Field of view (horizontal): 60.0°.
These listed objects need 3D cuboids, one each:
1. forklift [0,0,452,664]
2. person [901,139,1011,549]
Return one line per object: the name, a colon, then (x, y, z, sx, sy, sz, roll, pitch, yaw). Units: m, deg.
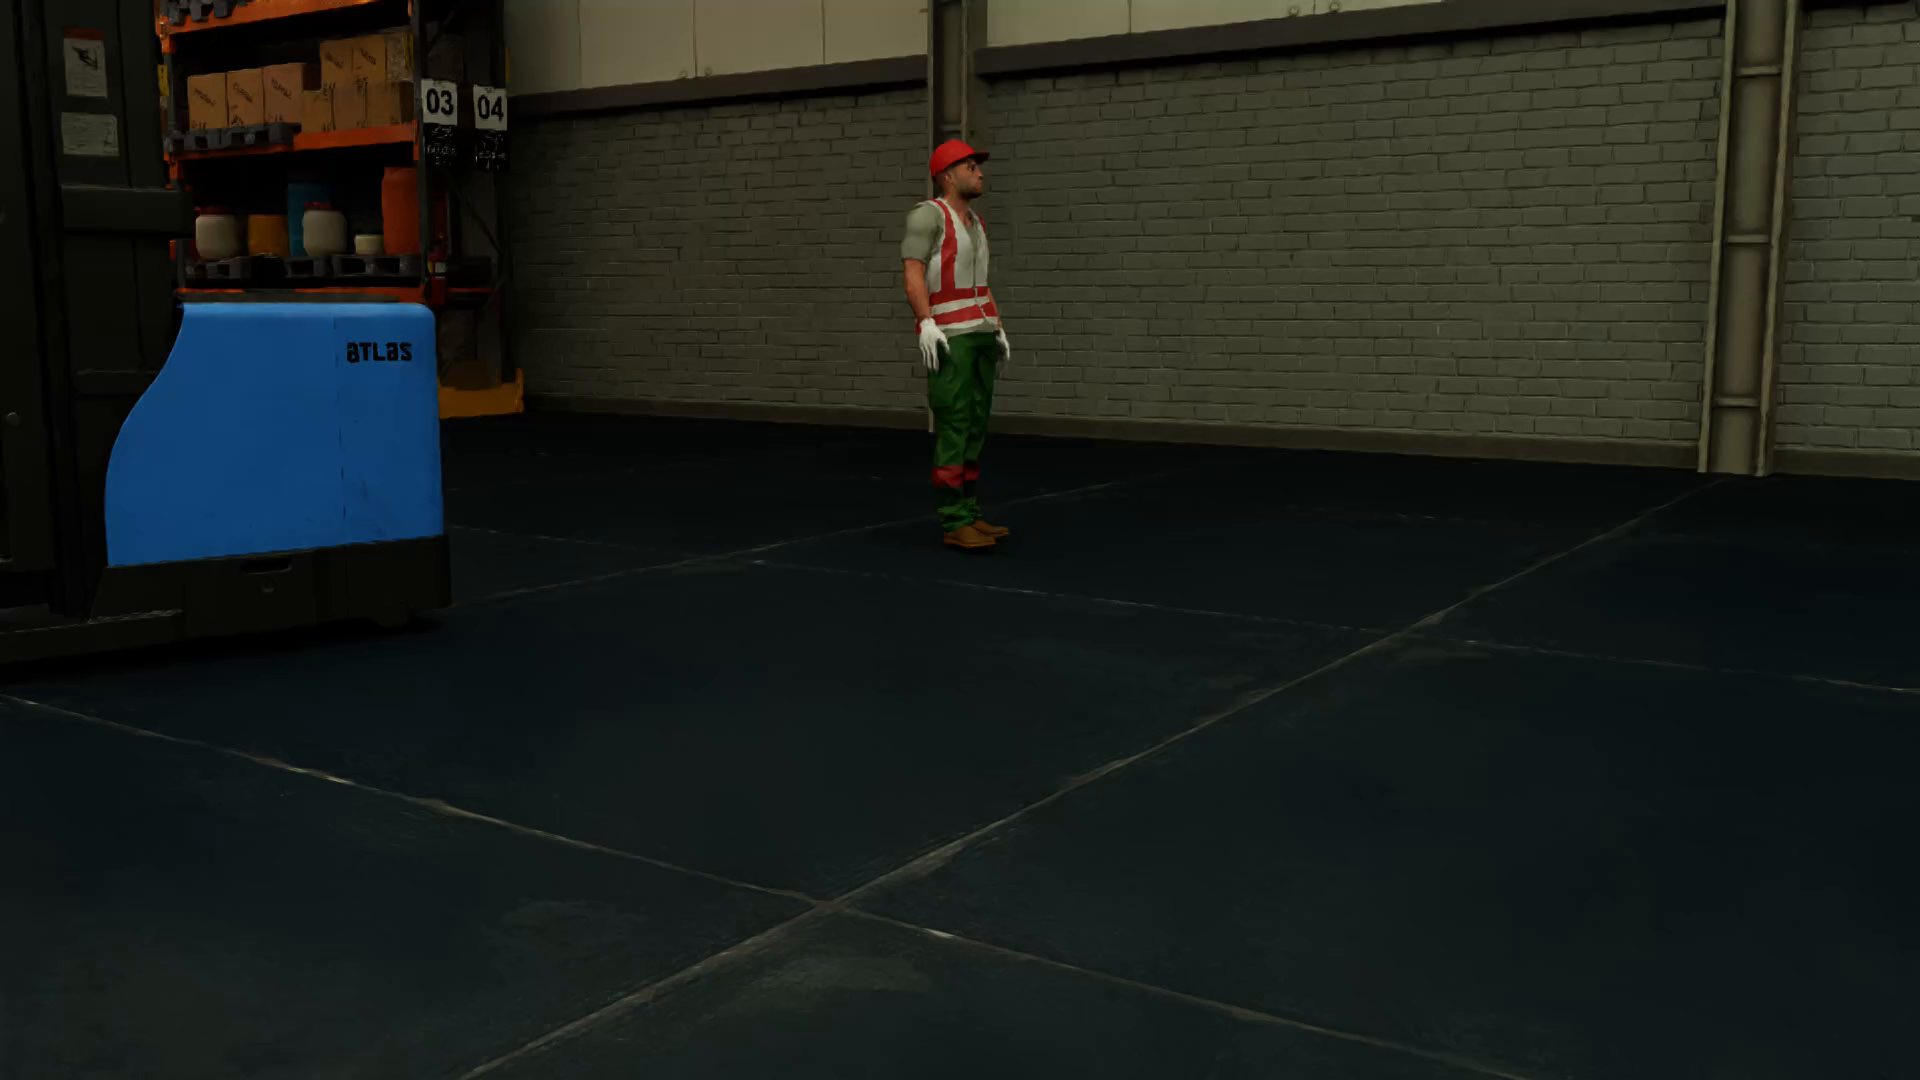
forklift: (-3.158, -1.080, 4.785, 3.031, 2.935, 1.130, -7, 11, -40)
person: (0.060, -0.885, 7.423, 0.563, 1.787, 0.637, 5, 10, 34)
